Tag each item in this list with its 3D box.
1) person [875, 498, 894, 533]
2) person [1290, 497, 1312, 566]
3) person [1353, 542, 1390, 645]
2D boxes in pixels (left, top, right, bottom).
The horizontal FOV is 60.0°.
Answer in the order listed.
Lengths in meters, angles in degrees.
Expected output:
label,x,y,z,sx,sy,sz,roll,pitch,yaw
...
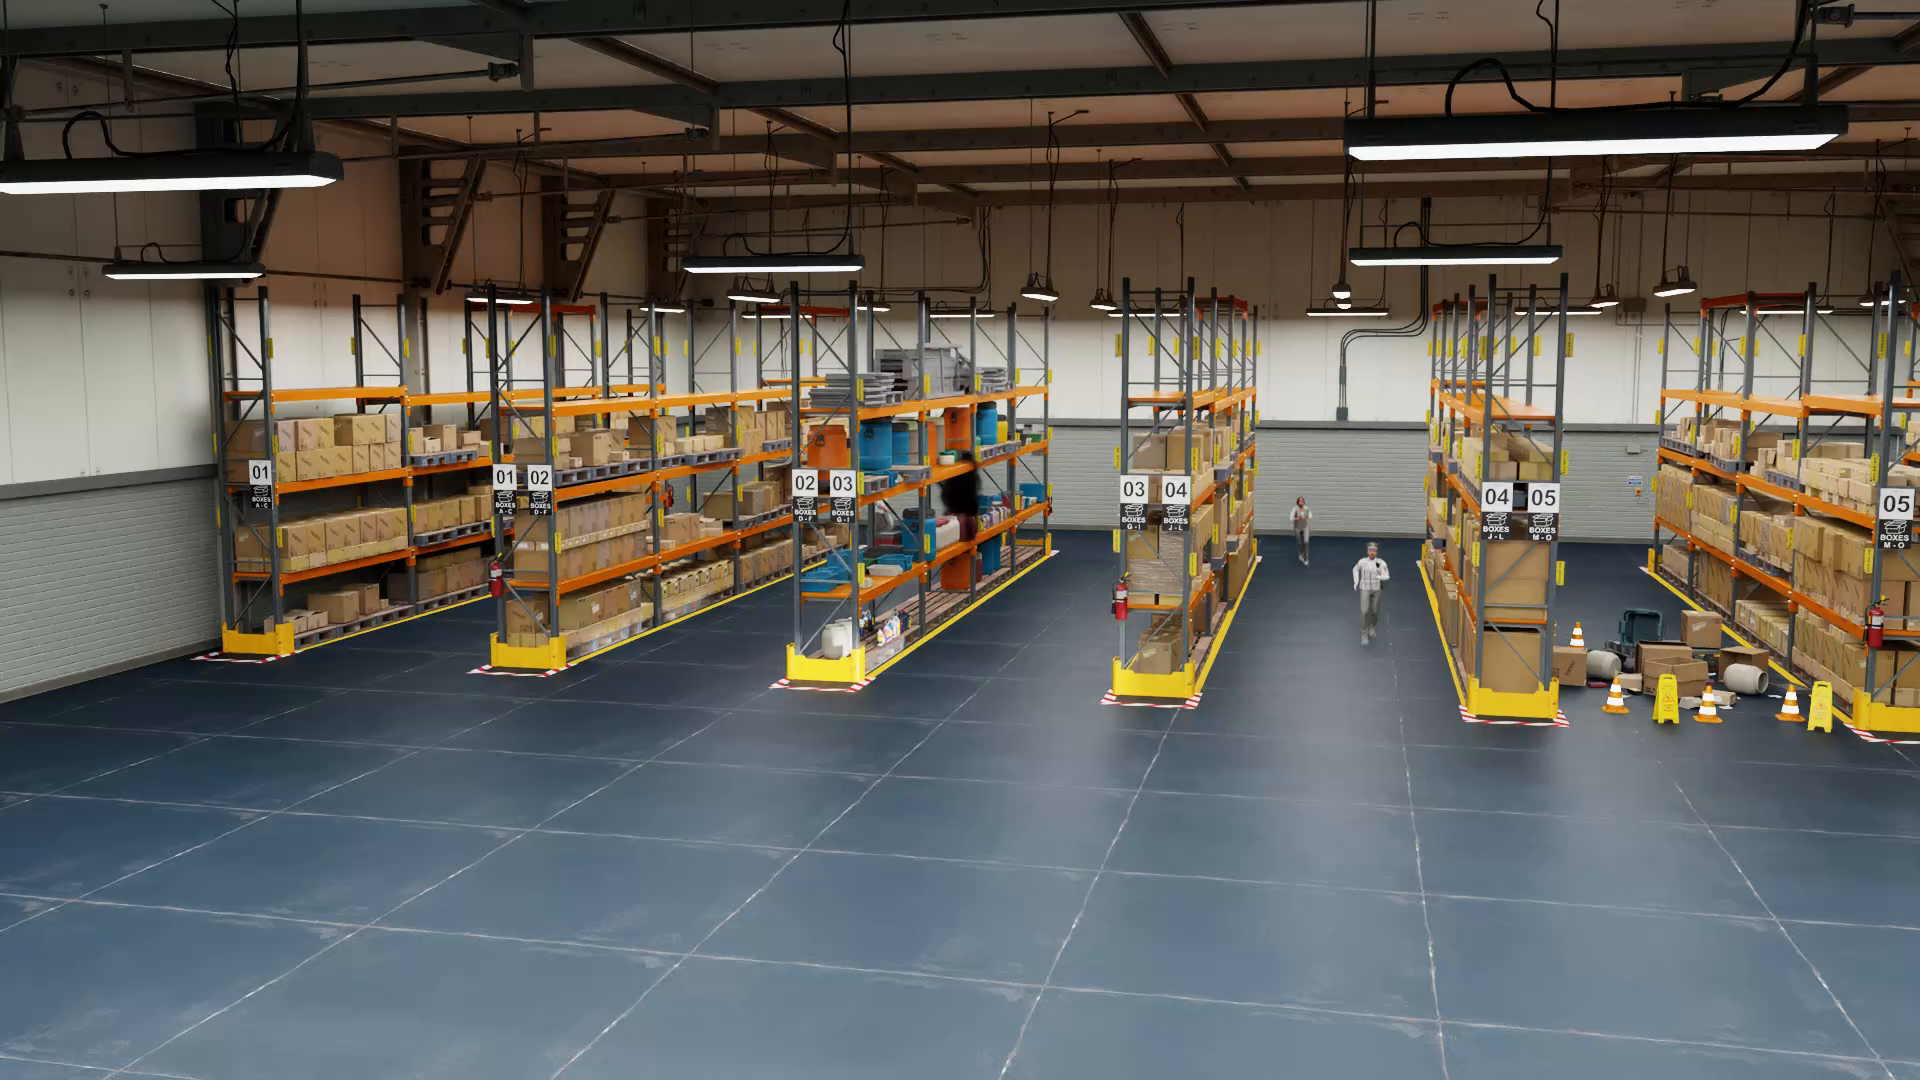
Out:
label,x,y,z,sx,sy,sz,roll,pitch,yaw
person,-2.034,-0.694,42.269,0.781,1.820,0.686,5,8,38
person,7.931,-0.200,38.764,0.549,1.649,0.740,0,7,3
person,7.015,0.880,28.391,0.599,1.708,0.878,1,7,12
